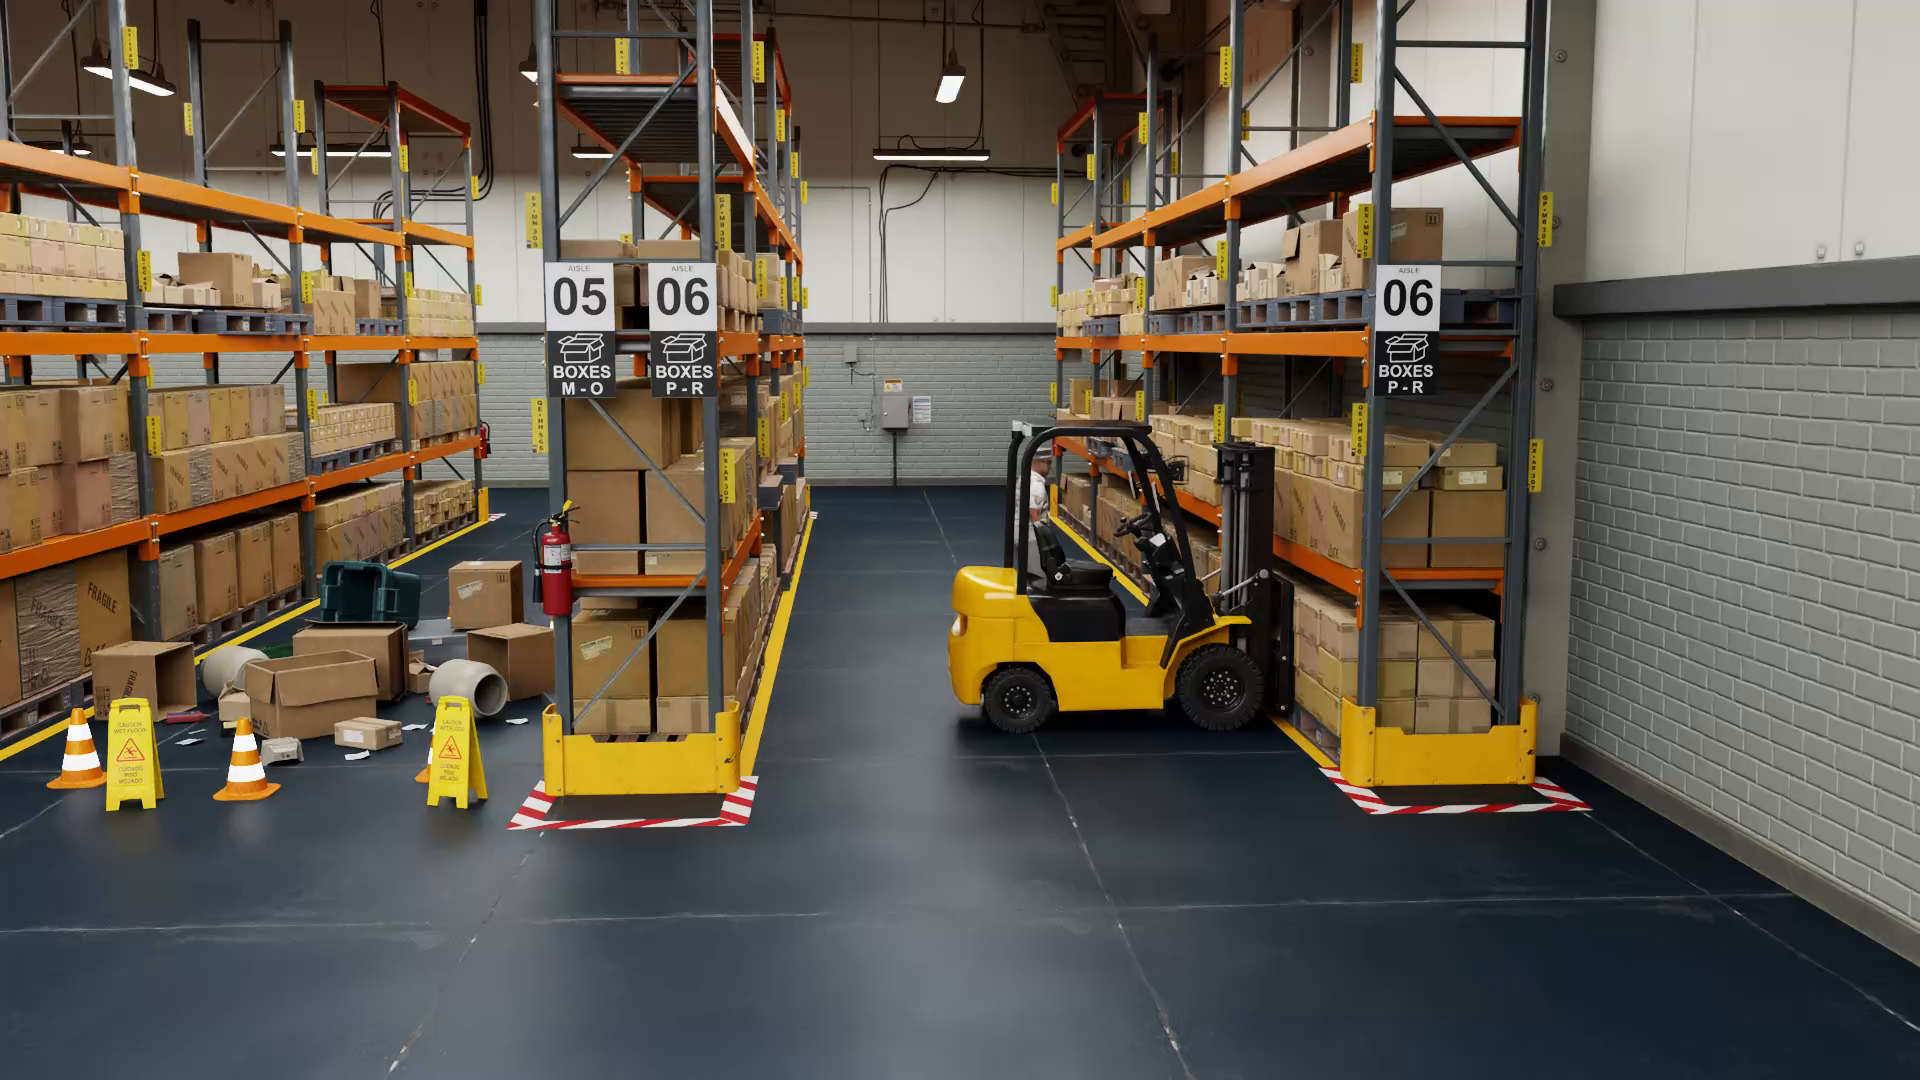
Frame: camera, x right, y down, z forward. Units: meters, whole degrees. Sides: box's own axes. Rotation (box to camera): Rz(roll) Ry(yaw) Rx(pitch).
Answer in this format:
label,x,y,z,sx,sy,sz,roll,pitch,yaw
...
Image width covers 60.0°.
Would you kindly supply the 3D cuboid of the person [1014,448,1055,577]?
label,x,y,z,sx,sy,sz,roll,pitch,yaw
person,0.685,0.008,15.663,0.436,1.744,0.587,-1,7,-6
